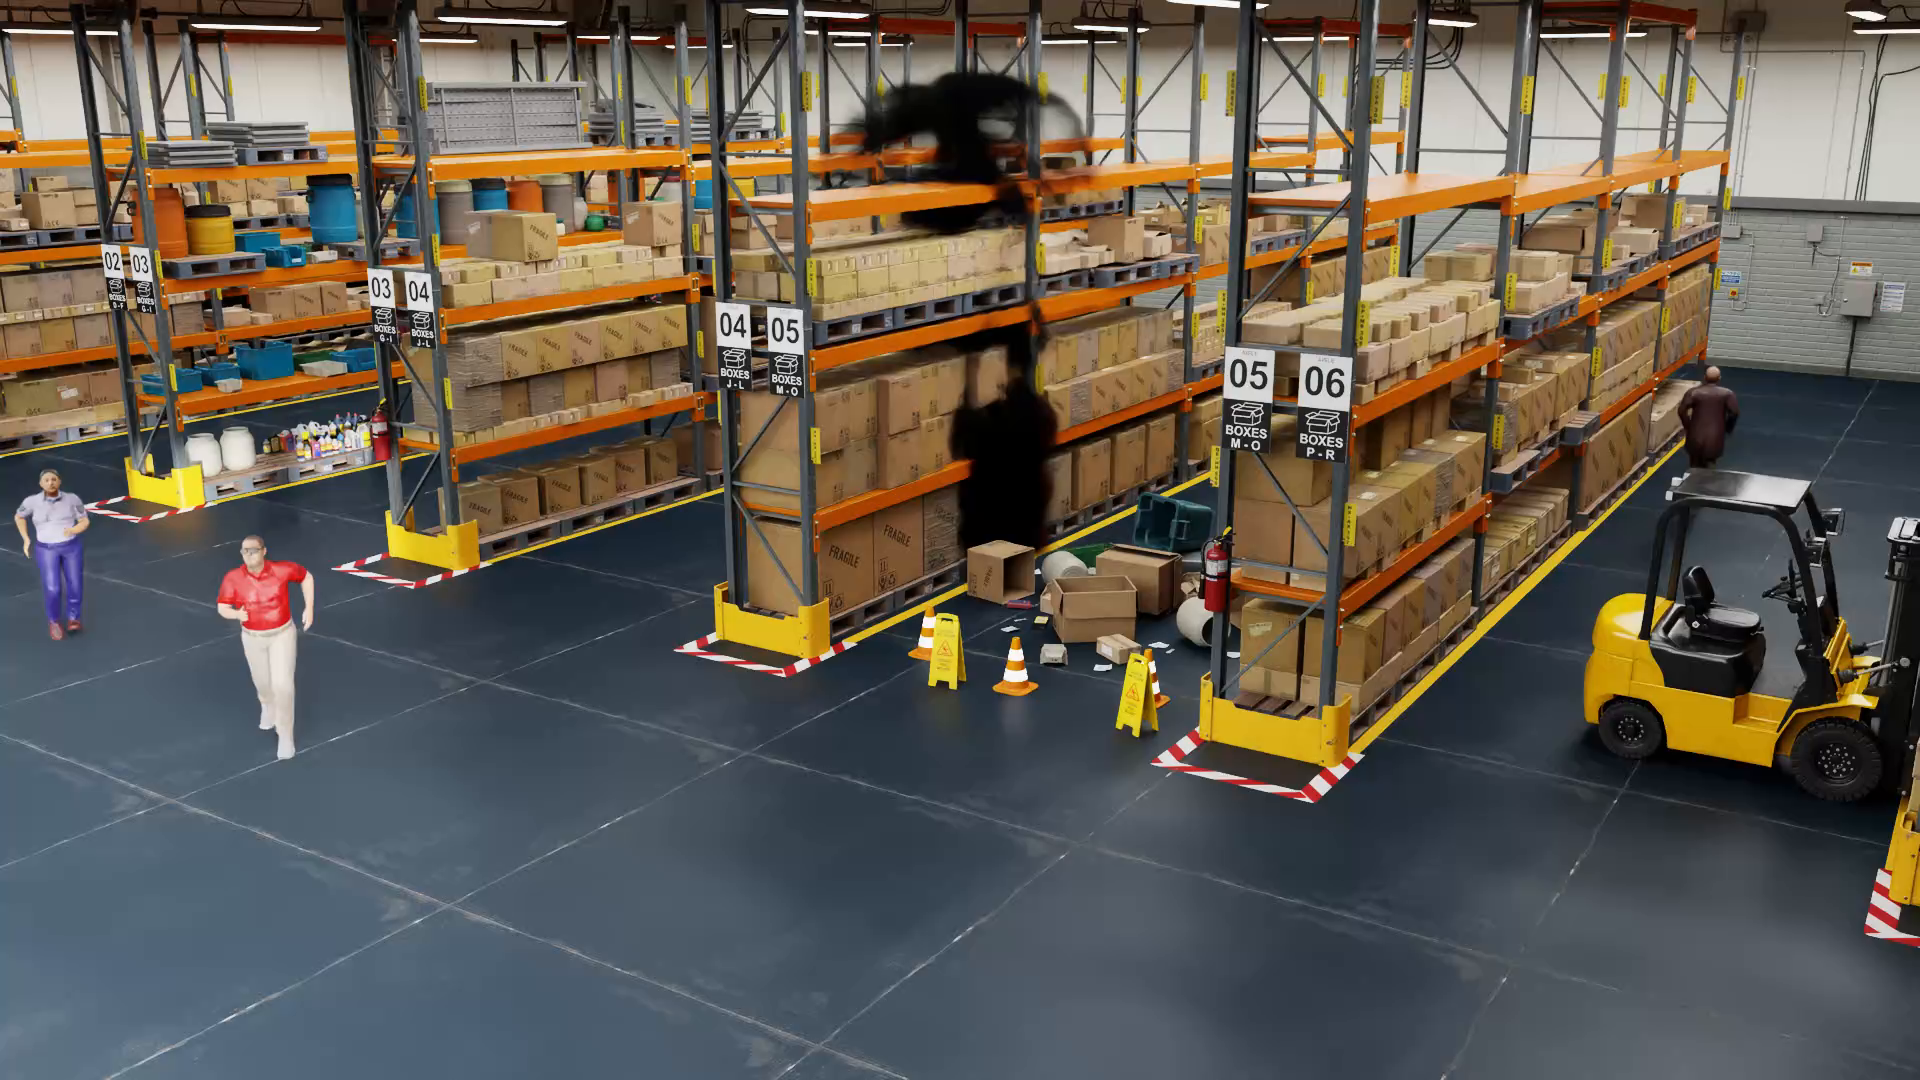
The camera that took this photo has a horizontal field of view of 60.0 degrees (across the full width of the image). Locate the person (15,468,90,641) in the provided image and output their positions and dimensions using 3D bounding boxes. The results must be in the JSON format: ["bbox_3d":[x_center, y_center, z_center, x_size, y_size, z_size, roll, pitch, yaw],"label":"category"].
[{"bbox_3d":[-8.494,0.141,15.679,0.586,1.652,0.664,-11,19,-34],"label":"person"}]

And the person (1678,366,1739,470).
[{"bbox_3d":[9.254,-1.264,20.648,0.695,1.684,0.672,7,17,23],"label":"person"}]

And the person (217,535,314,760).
[{"bbox_3d":[-5.454,0.804,13.162,0.672,1.787,0.925,-3,16,-11],"label":"person"}]
